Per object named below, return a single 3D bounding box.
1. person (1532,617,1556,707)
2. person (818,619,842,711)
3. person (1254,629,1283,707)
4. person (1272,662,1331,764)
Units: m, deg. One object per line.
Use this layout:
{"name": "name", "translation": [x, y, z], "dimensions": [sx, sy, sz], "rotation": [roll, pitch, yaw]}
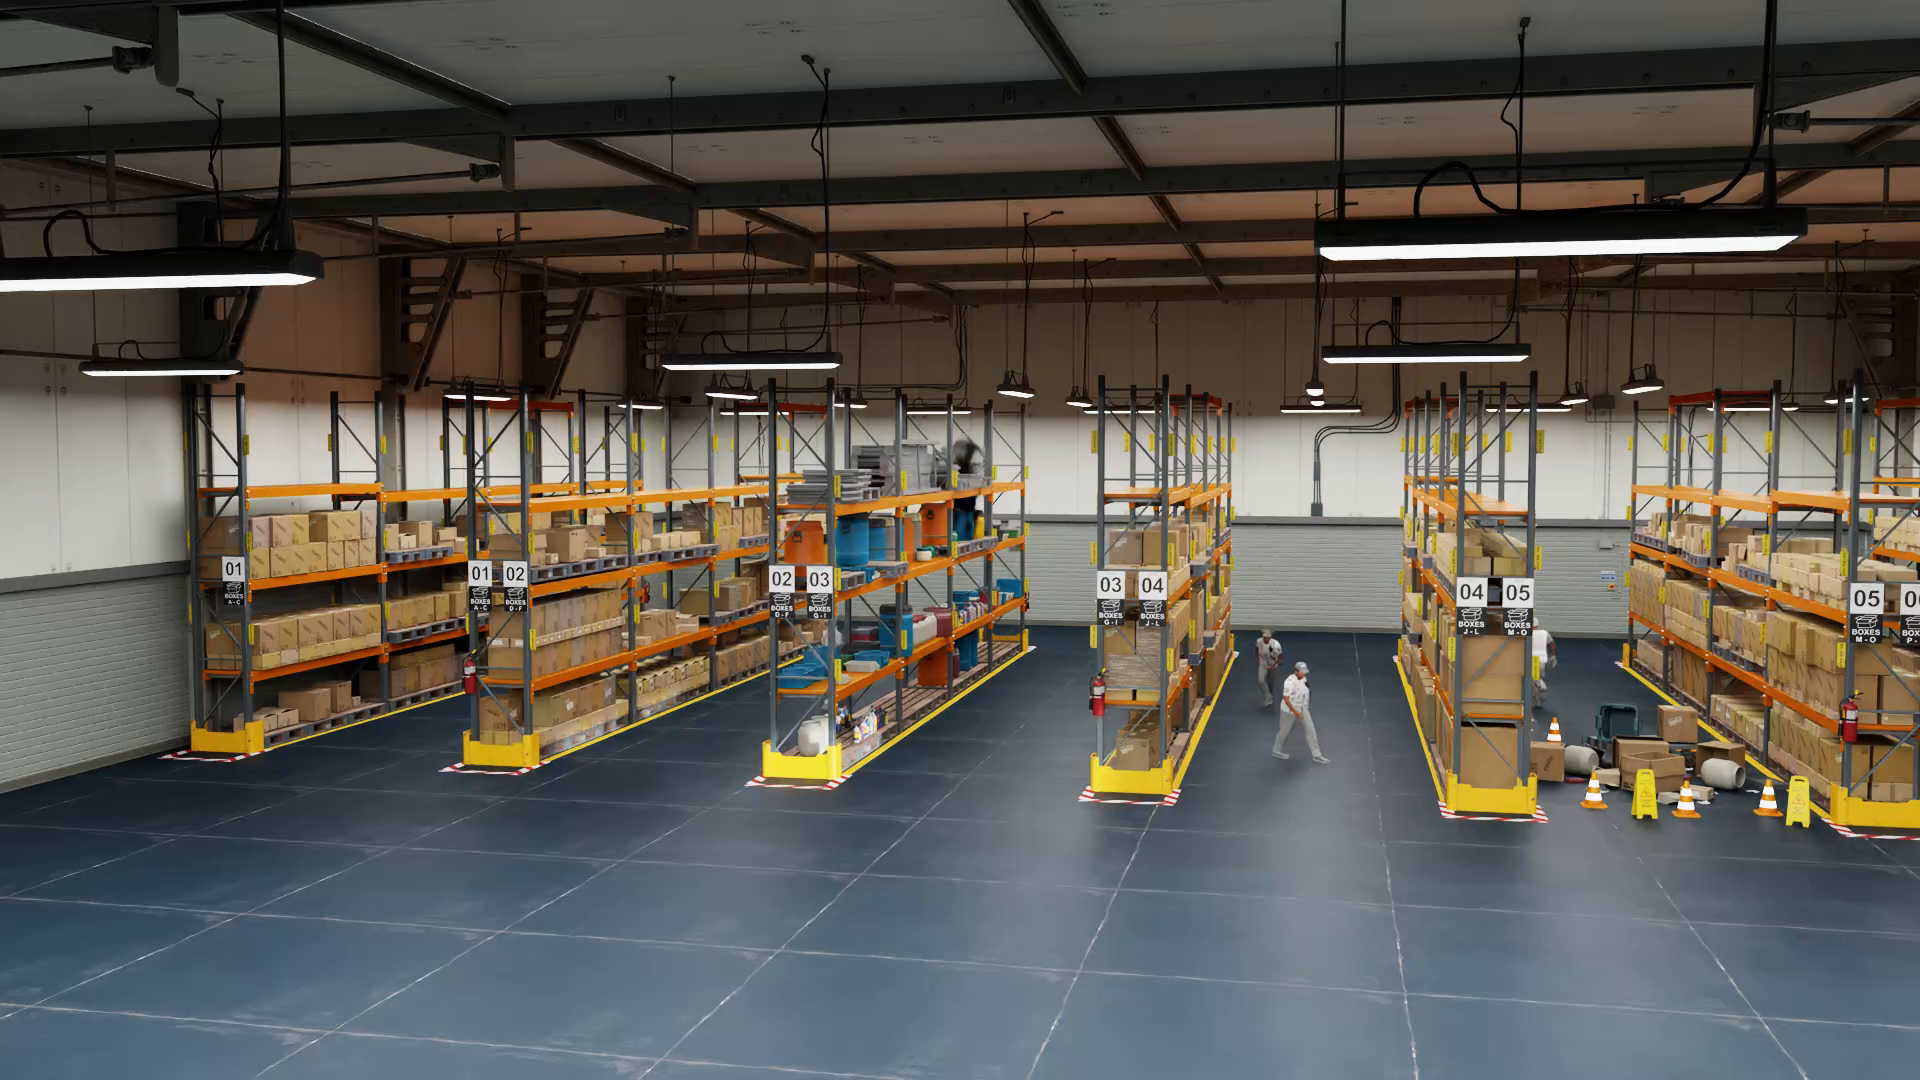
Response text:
{"name": "person", "translation": [11.013, 2.336, 31.735], "dimensions": [0.688, 1.709, 0.698], "rotation": [0, 3, -5]}
{"name": "person", "translation": [-2.501, 2.312, 31.706], "dimensions": [0.770, 1.780, 0.753], "rotation": [-3, 4, -41]}
{"name": "person", "translation": [5.984, 2.443, 32.099], "dimensions": [0.567, 1.513, 1.031], "rotation": [1, 4, 21]}
{"name": "person", "translation": [5.311, 2.697, 26.140], "dimensions": [0.601, 1.601, 1.002], "rotation": [-1, 4, -24]}
